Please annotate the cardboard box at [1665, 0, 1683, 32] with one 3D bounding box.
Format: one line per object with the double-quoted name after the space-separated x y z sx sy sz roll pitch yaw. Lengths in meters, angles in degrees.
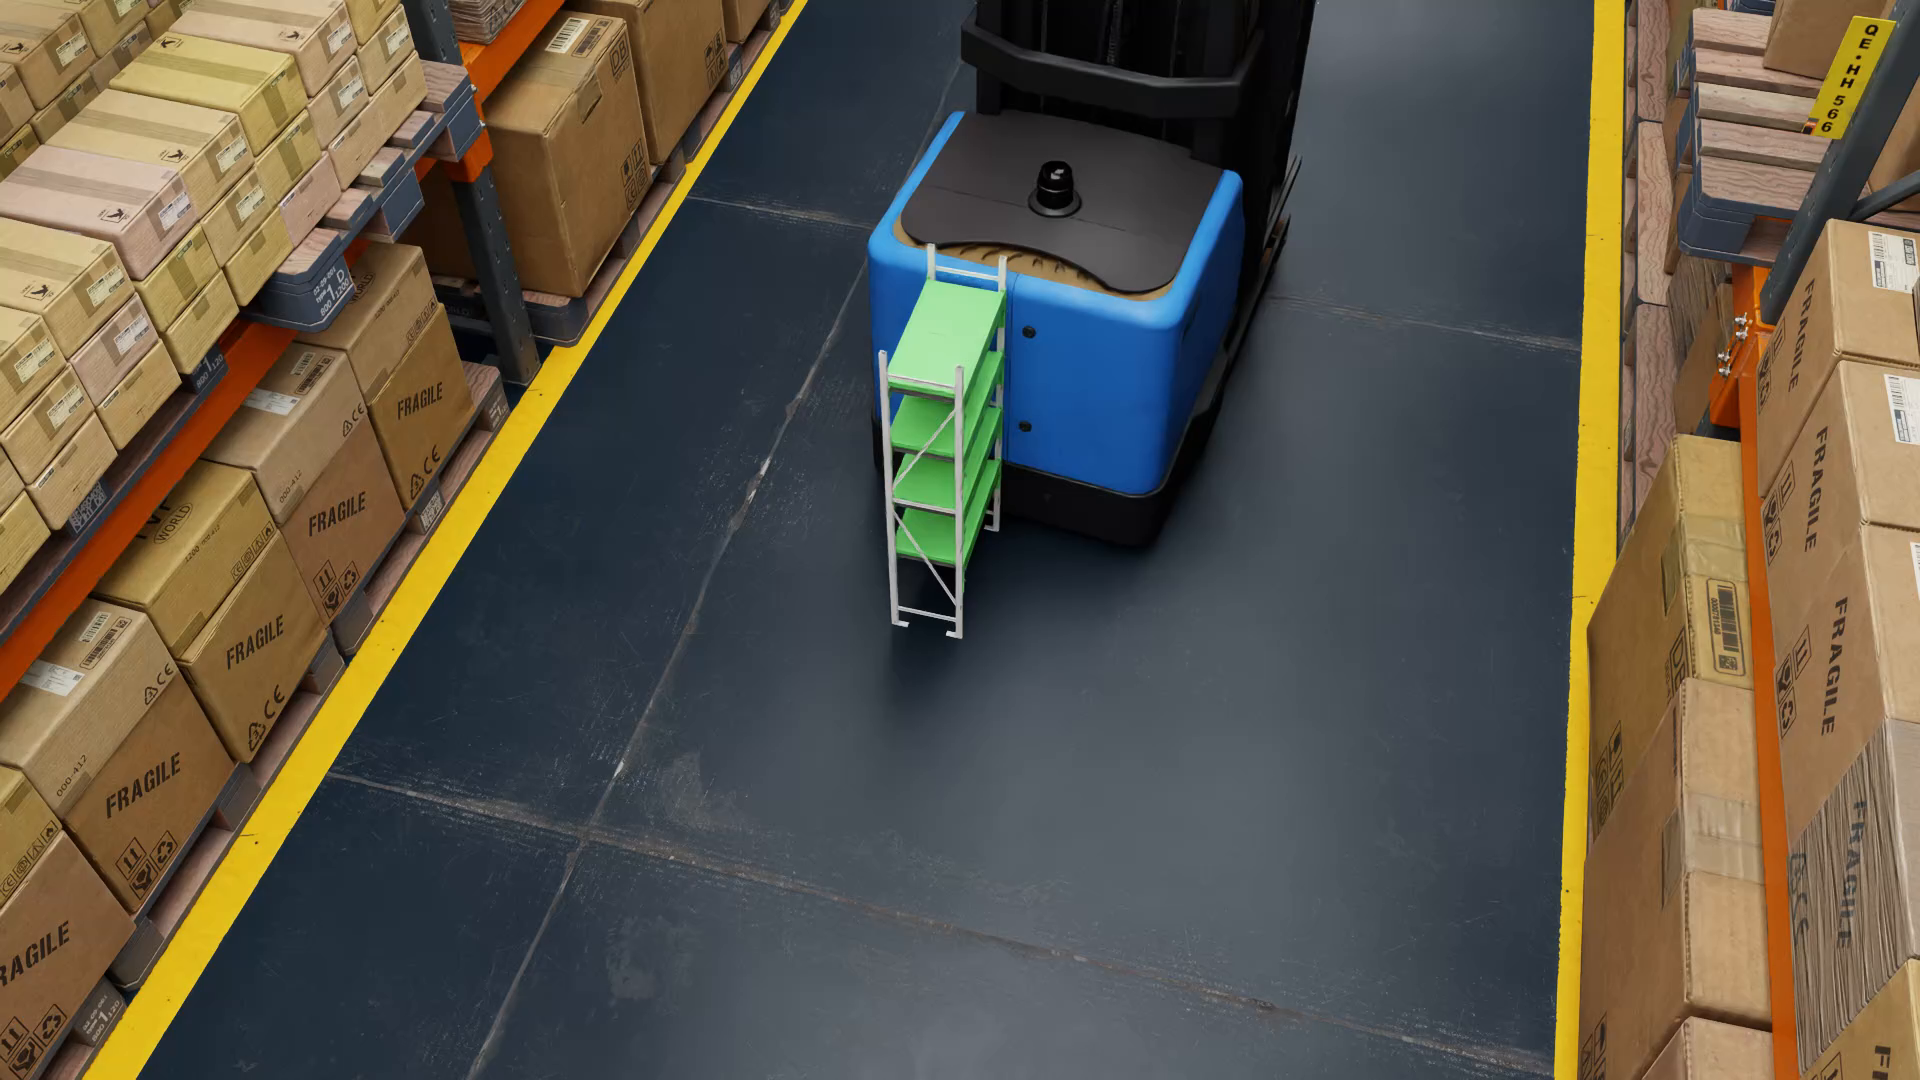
3.539 -2.425 7.263 0.700 0.500 0.500 8 49 7 "cardboard box"

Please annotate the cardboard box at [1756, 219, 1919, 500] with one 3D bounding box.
2.278 -0.388 4.025 0.500 0.500 0.500 13 50 11 "cardboard box"

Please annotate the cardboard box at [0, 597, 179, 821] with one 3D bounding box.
-2.417 0.393 4.290 0.500 0.250 0.500 13 50 11 "cardboard box"

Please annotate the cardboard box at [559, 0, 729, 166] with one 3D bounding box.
-1.616 -2.155 6.872 1.050 0.750 0.750 12 50 11 "cardboard box"

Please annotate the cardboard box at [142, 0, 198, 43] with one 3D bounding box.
-2.411 -1.549 4.806 0.380 0.149 0.250 14 50 12 "cardboard box"

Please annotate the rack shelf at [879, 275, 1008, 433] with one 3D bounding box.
-0.044 -0.553 4.883 0.258 0.148 0.480 12 50 10 "rack shelf"

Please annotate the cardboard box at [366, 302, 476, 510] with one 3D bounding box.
-2.011 -0.489 5.568 0.500 0.500 0.500 11 50 10 "cardboard box"

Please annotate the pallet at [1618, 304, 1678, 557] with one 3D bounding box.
2.876 -0.295 5.870 1.003 0.211 1.213 12 50 10 "pallet"

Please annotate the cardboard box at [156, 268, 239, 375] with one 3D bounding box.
-2.049 -0.573 4.143 0.380 0.149 0.250 10 49 8 "cardboard box"

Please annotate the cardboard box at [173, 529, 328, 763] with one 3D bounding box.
-2.274 0.272 4.897 0.500 0.500 0.500 10 49 8 "cardboard box"

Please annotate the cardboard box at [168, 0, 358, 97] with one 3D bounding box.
-1.845 -1.331 4.415 0.380 0.149 0.250 11 49 10 "cardboard box"

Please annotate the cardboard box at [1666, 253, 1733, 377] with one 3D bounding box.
2.960 -0.863 5.885 0.700 0.500 0.500 8 49 7 "cardboard box"

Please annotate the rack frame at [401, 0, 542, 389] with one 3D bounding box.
-2.090 -1.705 5.254 1.000 3.000 0.127 12 50 10 "rack frame"

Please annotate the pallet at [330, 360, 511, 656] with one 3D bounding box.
-2.297 -0.217 5.801 1.003 0.211 1.213 12 50 10 "pallet"

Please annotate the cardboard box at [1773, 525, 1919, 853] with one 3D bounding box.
2.013 0.357 3.368 0.500 0.500 0.500 11 49 9 "cardboard box"

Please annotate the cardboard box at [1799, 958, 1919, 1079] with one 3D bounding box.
1.743 1.079 2.730 0.500 0.500 0.500 11 49 10 "cardboard box"

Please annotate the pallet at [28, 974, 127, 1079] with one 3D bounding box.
-2.939 1.548 4.243 1.003 0.211 1.213 12 50 10 "pallet"

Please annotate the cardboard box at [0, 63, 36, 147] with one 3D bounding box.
-2.605 -1.098 4.209 0.380 0.149 0.250 10 49 8 "cardboard box"

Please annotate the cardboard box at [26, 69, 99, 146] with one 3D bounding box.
-2.547 -1.159 4.461 0.380 0.149 0.250 10 49 9 "cardboard box"

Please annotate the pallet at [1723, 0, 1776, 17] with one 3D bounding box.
3.150 -2.029 5.668 1.003 0.211 1.213 12 50 10 "pallet"

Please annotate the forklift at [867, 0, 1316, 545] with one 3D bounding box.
0.692 -2.081 5.631 1.130 2.935 3.031 16 50 14 "forklift"

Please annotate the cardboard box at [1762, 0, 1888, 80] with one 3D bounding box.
2.823 -1.647 4.856 0.700 0.500 0.500 18 51 16 "cardboard box"

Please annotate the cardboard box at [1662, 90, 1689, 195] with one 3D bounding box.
3.249 -1.679 6.605 0.700 0.500 0.500 8 49 7 "cardboard box"

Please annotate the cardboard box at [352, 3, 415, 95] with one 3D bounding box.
-1.780 -1.412 4.684 0.380 0.149 0.250 12 50 11 "cardboard box"

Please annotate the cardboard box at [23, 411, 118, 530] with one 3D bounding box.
-2.187 -0.188 3.803 0.380 0.149 0.250 10 49 8 "cardboard box"

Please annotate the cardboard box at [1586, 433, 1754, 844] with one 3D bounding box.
2.467 0.406 4.528 1.225 0.875 0.875 9 49 8 "cardboard box"

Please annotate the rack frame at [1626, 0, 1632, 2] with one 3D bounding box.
3.722 -3.546 6.879 1.000 3.000 0.127 12 50 10 "rack frame"

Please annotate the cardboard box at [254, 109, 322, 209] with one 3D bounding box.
-1.916 -1.027 4.345 0.380 0.149 0.250 13 50 11 "cardboard box"

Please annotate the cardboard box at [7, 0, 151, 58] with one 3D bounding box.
-2.466 -1.466 4.534 0.380 0.149 0.250 10 49 9 "cardboard box"

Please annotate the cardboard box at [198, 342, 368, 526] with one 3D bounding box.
-2.139 -0.351 4.946 0.500 0.250 0.500 12 50 11 "cardboard box"

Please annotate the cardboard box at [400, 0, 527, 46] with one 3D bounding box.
-1.711 -2.009 5.456 0.500 0.500 0.500 12 50 10 "cardboard box"

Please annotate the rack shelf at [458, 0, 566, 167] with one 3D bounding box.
-1.563 -2.913 6.800 1.077 0.370 4.000 12 50 10 "rack shelf"

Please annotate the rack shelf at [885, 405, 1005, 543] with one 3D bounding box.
-0.044 -0.235 5.242 0.258 0.148 0.480 12 50 10 "rack shelf"

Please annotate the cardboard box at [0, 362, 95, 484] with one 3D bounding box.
-2.185 -0.291 3.696 0.380 0.149 0.250 11 49 9 "cardboard box"

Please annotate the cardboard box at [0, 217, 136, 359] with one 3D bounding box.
-2.119 -0.577 3.750 0.380 0.149 0.250 14 50 12 "cardboard box"

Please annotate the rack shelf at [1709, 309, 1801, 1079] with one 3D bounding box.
2.142 1.032 3.318 1.077 0.370 4.000 12 50 10 "rack shelf"

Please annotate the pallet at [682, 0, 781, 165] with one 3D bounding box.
-1.486 -2.217 7.566 1.003 0.211 1.213 12 50 10 "pallet"

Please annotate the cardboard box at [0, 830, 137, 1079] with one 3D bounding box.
-2.555 1.012 4.244 0.500 0.500 0.500 14 50 12 "cardboard box"

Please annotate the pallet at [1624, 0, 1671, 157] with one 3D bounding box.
3.518 -2.060 7.427 1.003 0.211 1.213 12 50 10 "pallet"

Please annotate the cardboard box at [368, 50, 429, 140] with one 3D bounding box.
-1.776 -1.313 4.796 0.380 0.149 0.250 12 50 11 "cardboard box"

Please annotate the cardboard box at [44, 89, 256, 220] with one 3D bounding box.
-1.980 -0.948 4.077 0.380 0.149 0.250 13 50 11 "cardboard box"

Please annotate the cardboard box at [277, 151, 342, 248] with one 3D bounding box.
-1.910 -0.948 4.473 0.380 0.149 0.250 12 50 11 "cardboard box"

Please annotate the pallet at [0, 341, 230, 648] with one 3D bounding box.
-2.571 -0.201 4.055 1.003 0.211 1.213 12 50 10 "pallet"

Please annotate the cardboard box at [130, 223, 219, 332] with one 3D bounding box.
-2.050 -0.667 4.027 0.380 0.149 0.250 11 50 10 "cardboard box"

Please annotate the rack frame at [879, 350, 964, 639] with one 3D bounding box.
-0.108 -0.101 5.039 0.240 1.200 0.015 12 50 10 "rack frame"

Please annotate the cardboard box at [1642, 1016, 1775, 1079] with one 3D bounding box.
2.000 1.691 3.394 1.225 0.875 0.875 10 49 9 "cardboard box"

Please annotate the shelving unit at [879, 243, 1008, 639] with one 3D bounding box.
-0.044 -0.277 5.194 0.258 1.200 0.503 12 50 10 "shelving unit"
